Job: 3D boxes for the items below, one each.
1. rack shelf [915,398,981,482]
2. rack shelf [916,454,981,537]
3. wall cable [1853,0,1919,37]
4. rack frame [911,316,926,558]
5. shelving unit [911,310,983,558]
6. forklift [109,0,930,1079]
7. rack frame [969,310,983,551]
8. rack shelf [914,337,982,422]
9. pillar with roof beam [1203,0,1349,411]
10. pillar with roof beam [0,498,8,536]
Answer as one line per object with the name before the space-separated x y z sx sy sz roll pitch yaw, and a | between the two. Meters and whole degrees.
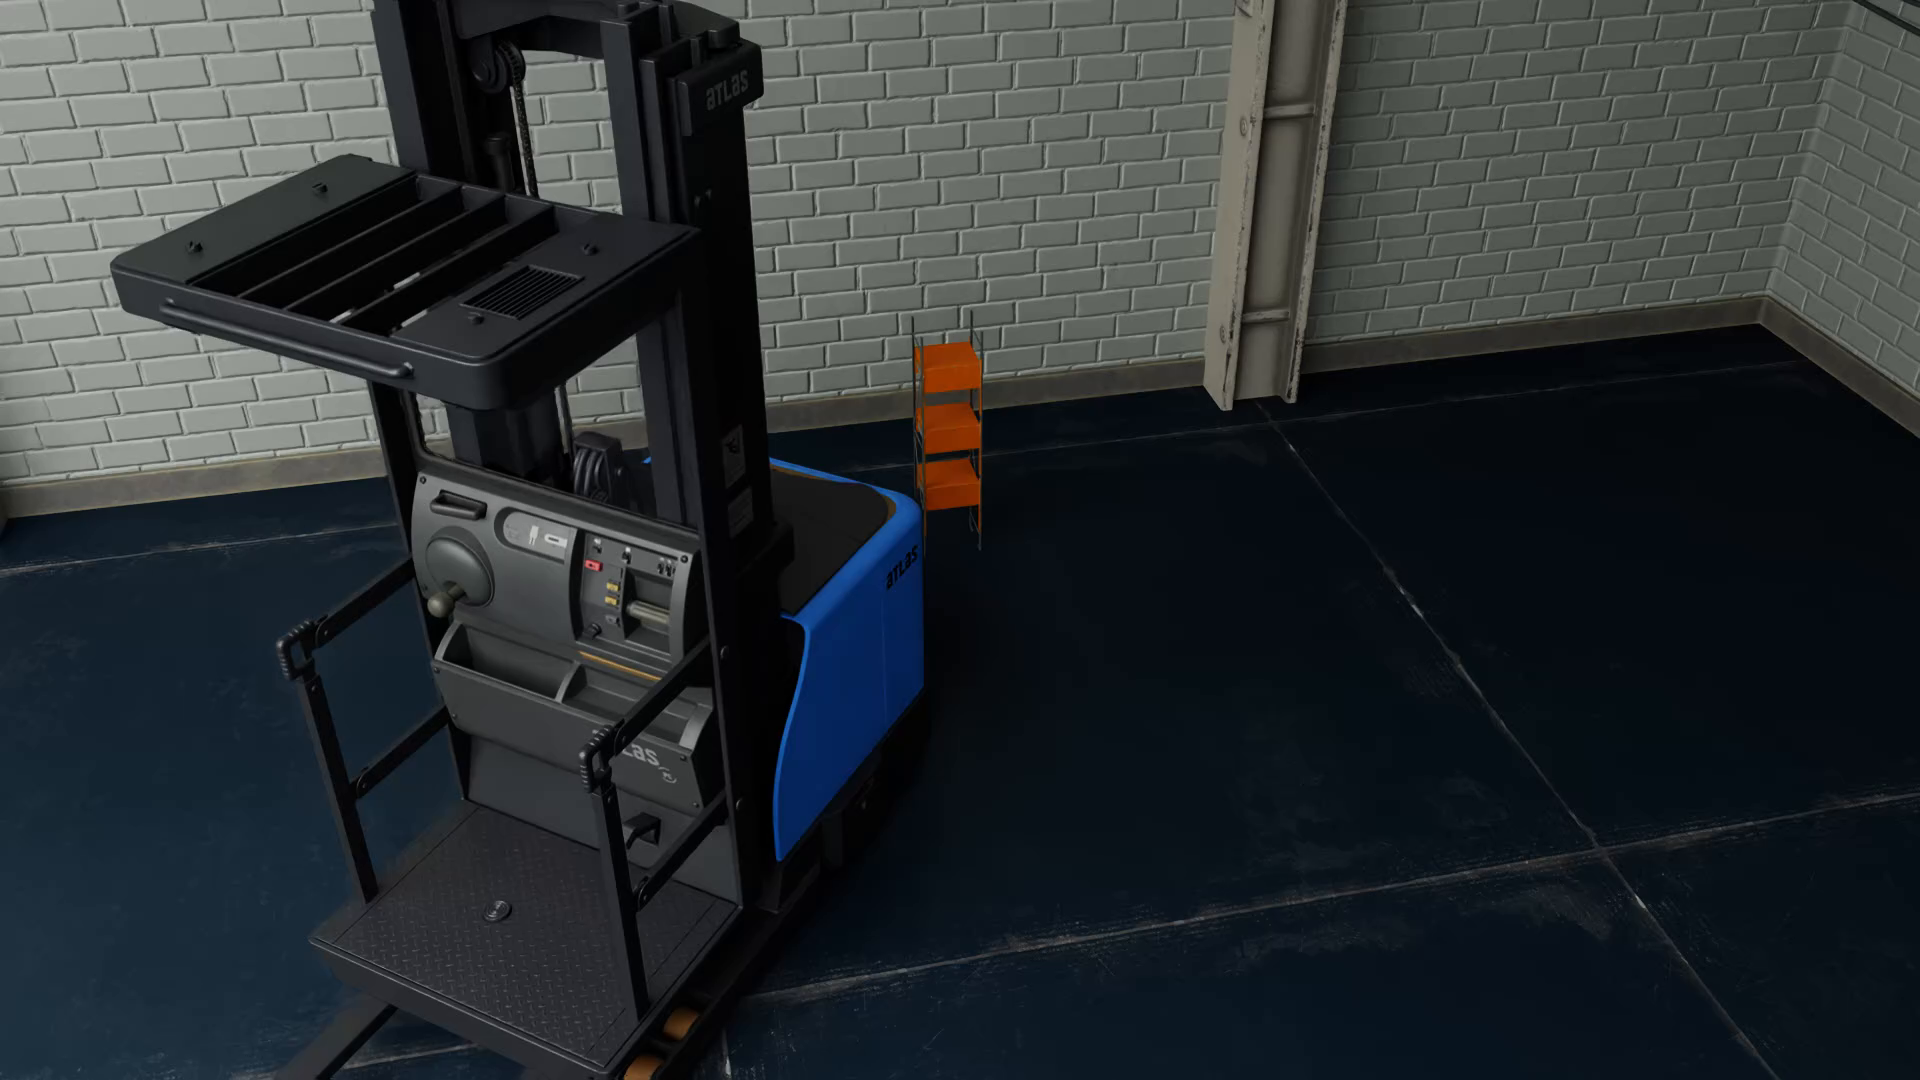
rack shelf | -0.052 -0.421 6.954 0.240 0.259 0.215 -7 35 -11
rack shelf | -0.052 -0.190 7.108 0.240 0.259 0.215 -7 35 -11
wall cable | 4.617 -2.836 6.187 0.112 2.526 3.097 -7 35 -11
rack frame | -0.171 -0.414 6.925 0.008 1.050 0.200 -7 35 -11
shelving unit | -0.052 -0.429 6.948 0.252 1.050 0.215 -7 35 -11
forklift | -1.220 0.147 4.401 1.130 2.935 3.031 16 37 22
rack frame | 0.067 -0.444 6.970 0.008 1.050 0.200 -7 35 -11
rack shelf | -0.052 -0.656 6.795 0.240 0.259 0.215 -7 35 -11
pillar with roof beam | 2.402 -2.142 2.366 0.400 9.000 9.100 -7 35 -11
pillar with roof beam | -3.451 -1.404 1.267 0.400 9.000 9.100 -7 35 -11
